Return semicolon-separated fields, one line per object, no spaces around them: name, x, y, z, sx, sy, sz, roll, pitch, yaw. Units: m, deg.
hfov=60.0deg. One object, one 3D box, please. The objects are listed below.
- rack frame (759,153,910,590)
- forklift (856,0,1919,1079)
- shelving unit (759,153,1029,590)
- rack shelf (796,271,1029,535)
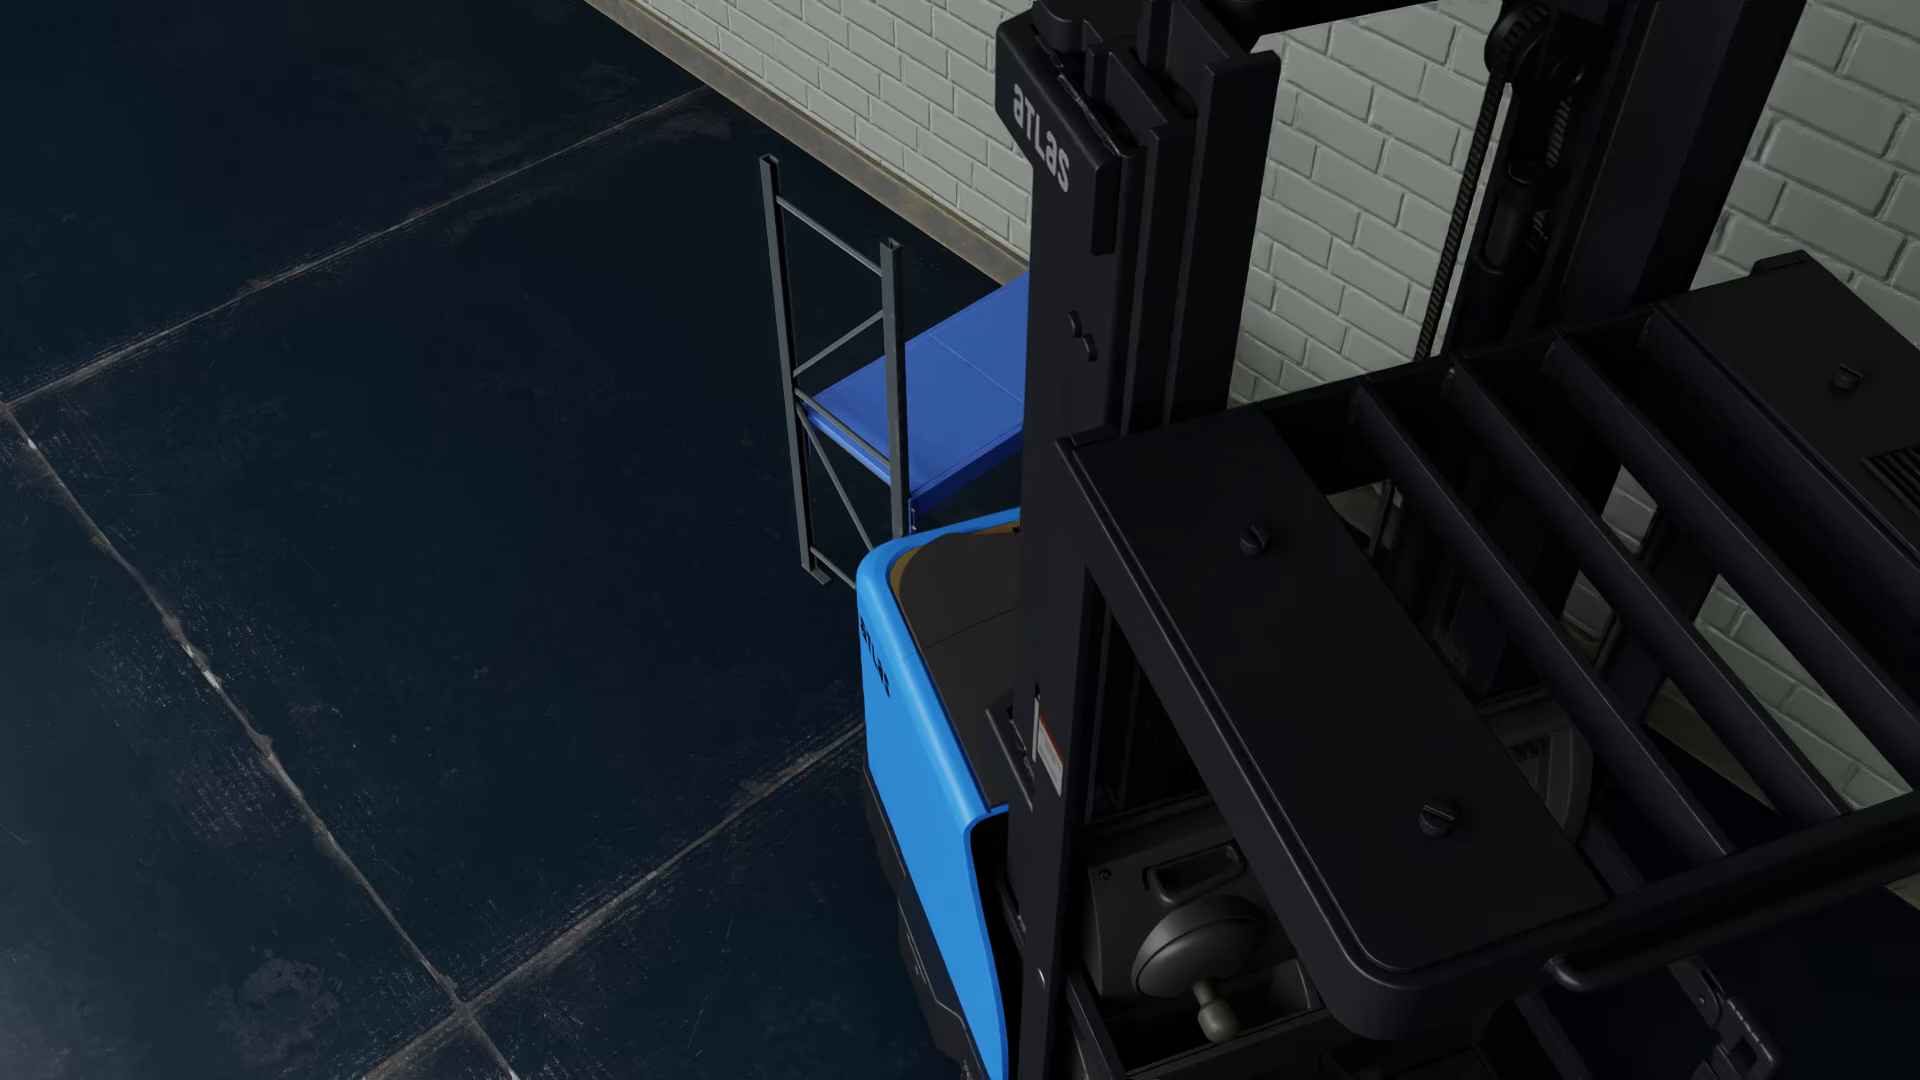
rack frame;-0.313;-0.299;4.506;0.032;1.500;0.500;-34;56;-27
forklift;0.724;0.653;2.653;1.130;2.935;3.031;-15;49;-13
shelving unit;0.063;-0.551;4.738;1.048;1.500;0.538;-34;56;-27
rack shelf;0.063;-0.429;4.870;1.000;0.185;0.538;-34;56;-27
